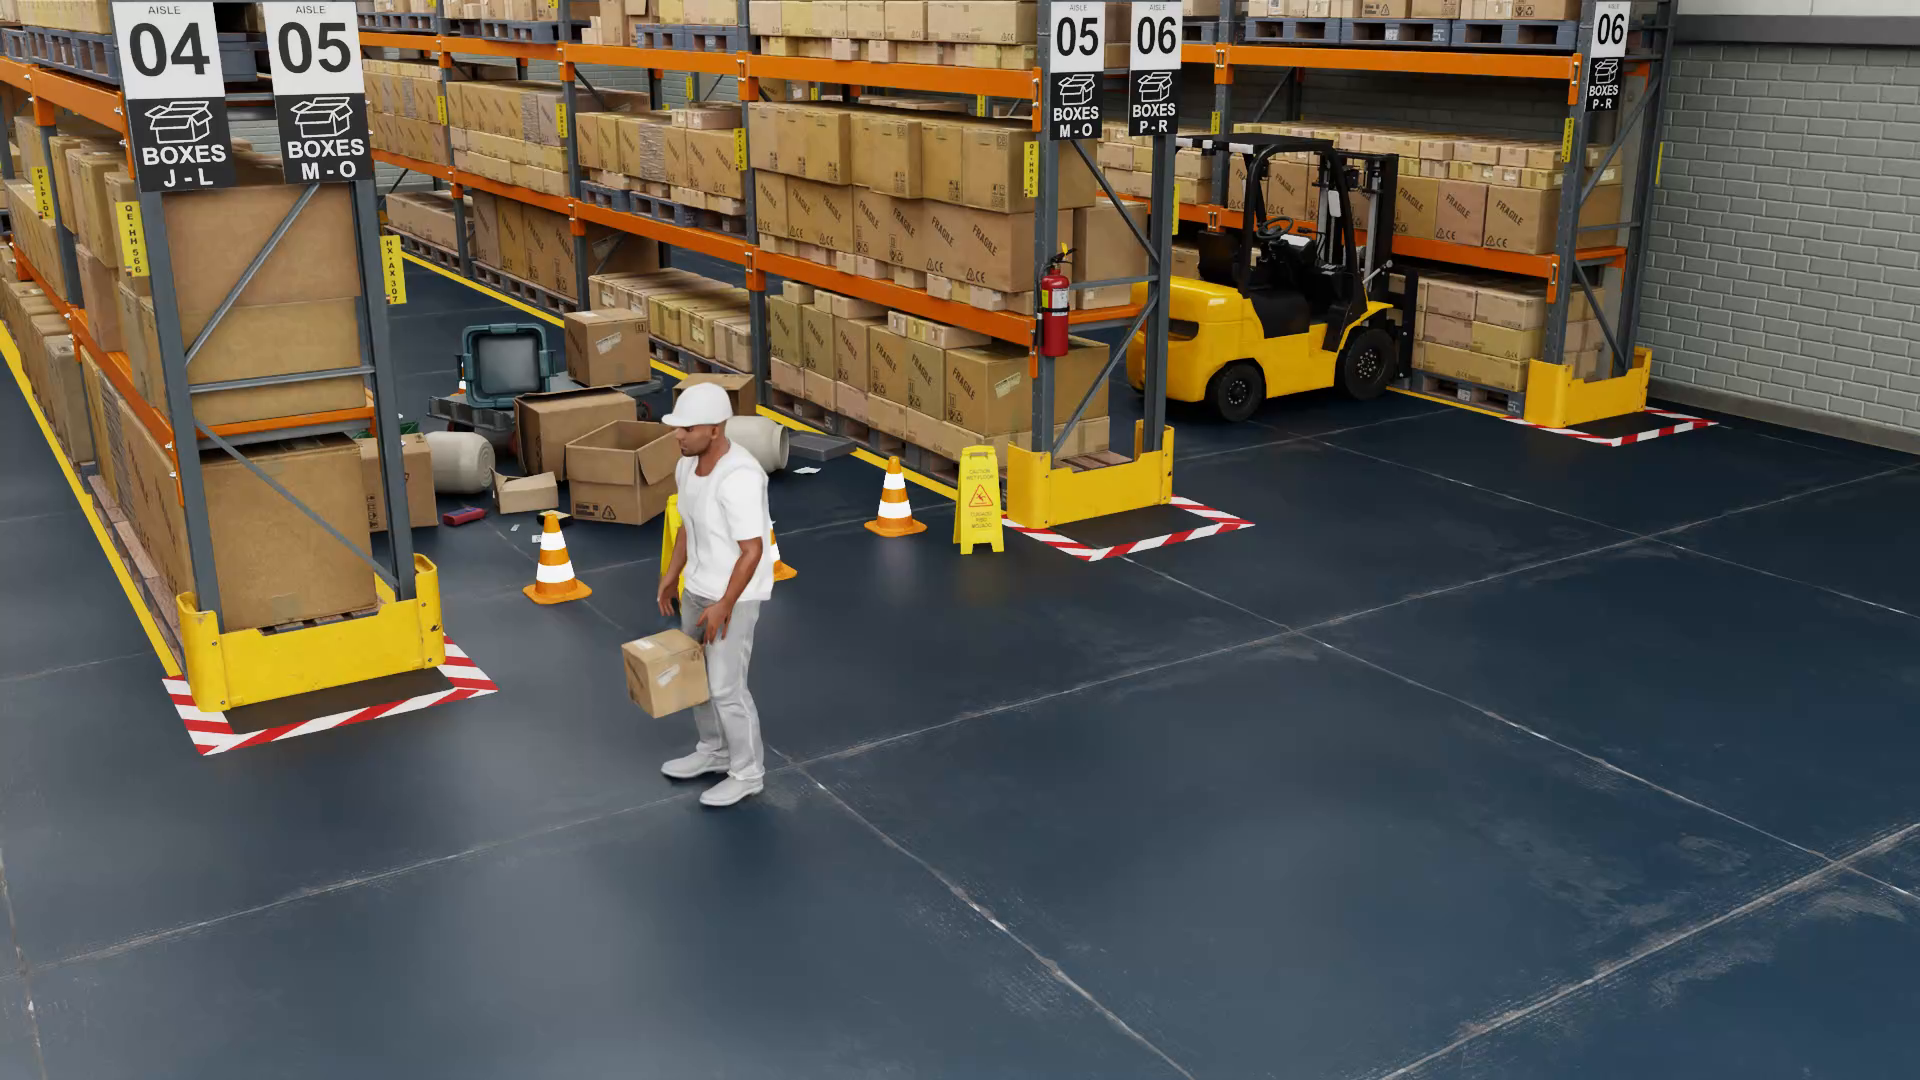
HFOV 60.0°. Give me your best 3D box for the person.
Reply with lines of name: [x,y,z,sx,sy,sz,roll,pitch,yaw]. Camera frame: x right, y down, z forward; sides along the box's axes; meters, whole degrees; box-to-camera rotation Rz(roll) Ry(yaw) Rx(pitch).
person: [-0.995,0.212,6.864,0.419,1.766,0.586,-12,22,-33]
